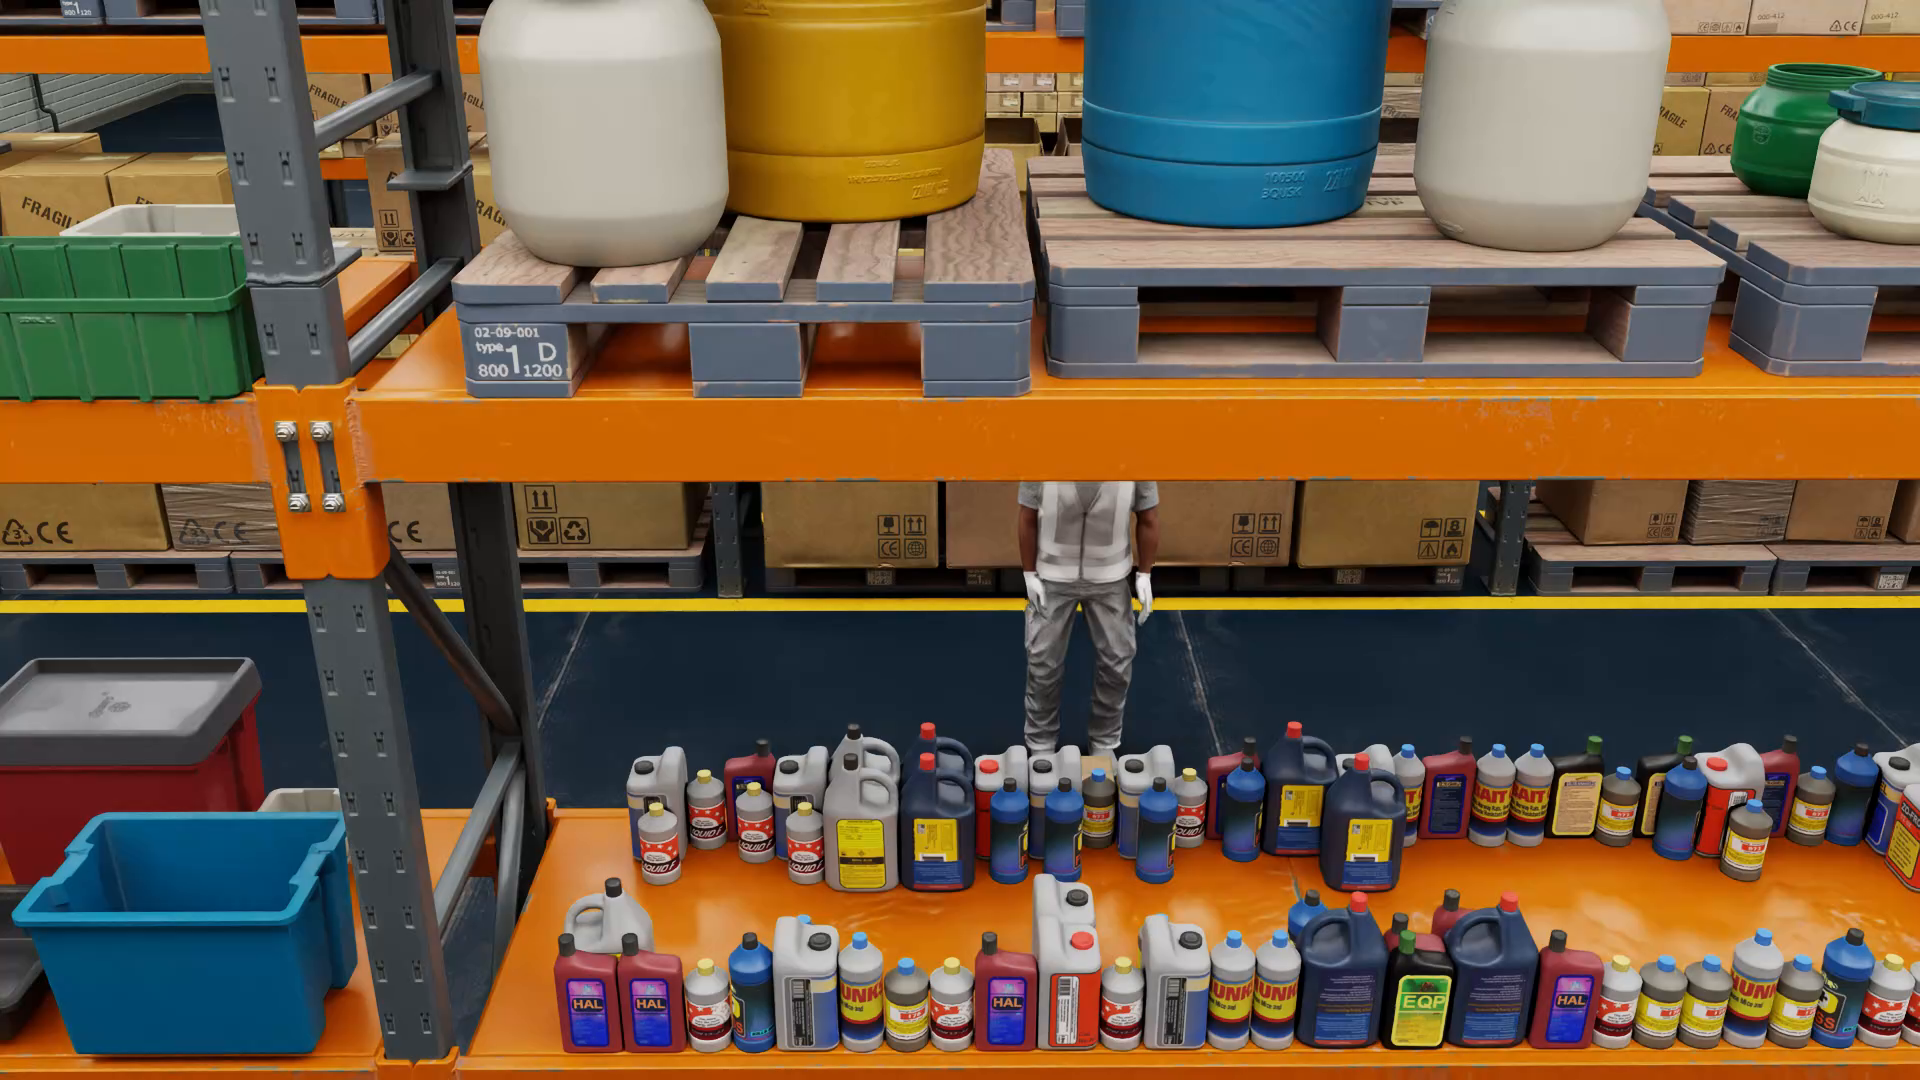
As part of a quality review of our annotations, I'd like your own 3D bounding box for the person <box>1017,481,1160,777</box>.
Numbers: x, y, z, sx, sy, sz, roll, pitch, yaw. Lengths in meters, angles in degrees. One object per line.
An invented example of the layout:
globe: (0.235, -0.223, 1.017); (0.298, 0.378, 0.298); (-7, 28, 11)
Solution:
person: (0.515, 0.166, 6.770); (0.573, 1.732, 0.458); (0, 24, 1)
